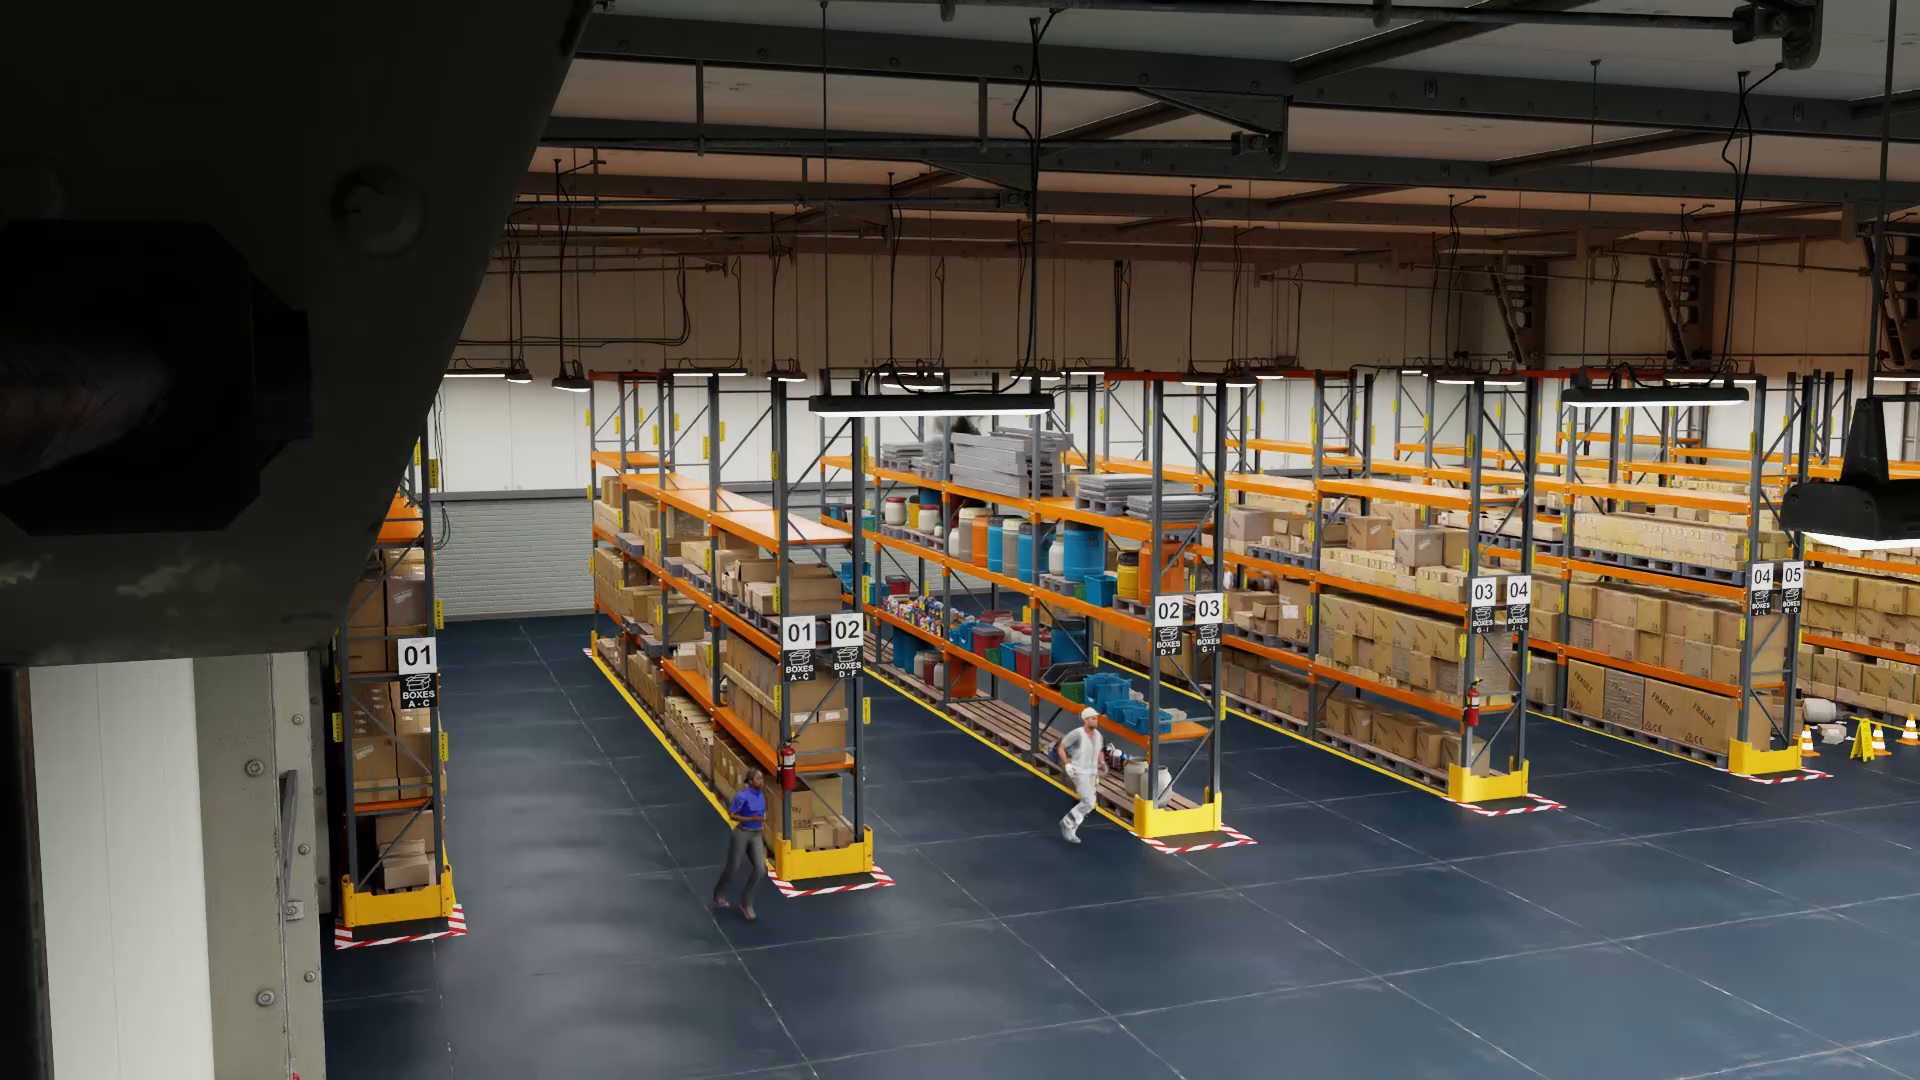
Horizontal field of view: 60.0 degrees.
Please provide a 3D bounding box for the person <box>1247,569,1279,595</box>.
[{"bbox_3d":[6.575,1.453,35.838,0.679,1.803,0.975,-2,7,-15],"label":"person"}]

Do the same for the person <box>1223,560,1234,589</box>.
[{"bbox_3d":[5.852,1.290,37.443,0.604,1.823,0.899,-2,7,-19],"label":"person"}]

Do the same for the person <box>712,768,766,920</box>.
[{"bbox_3d":[-2.420,3.425,18.946,0.611,1.679,0.709,-6,9,-44],"label":"person"}]

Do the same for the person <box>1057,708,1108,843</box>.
[{"bbox_3d":[1.664,3.054,21.626,0.548,1.736,0.667,6,9,45],"label":"person"}]
